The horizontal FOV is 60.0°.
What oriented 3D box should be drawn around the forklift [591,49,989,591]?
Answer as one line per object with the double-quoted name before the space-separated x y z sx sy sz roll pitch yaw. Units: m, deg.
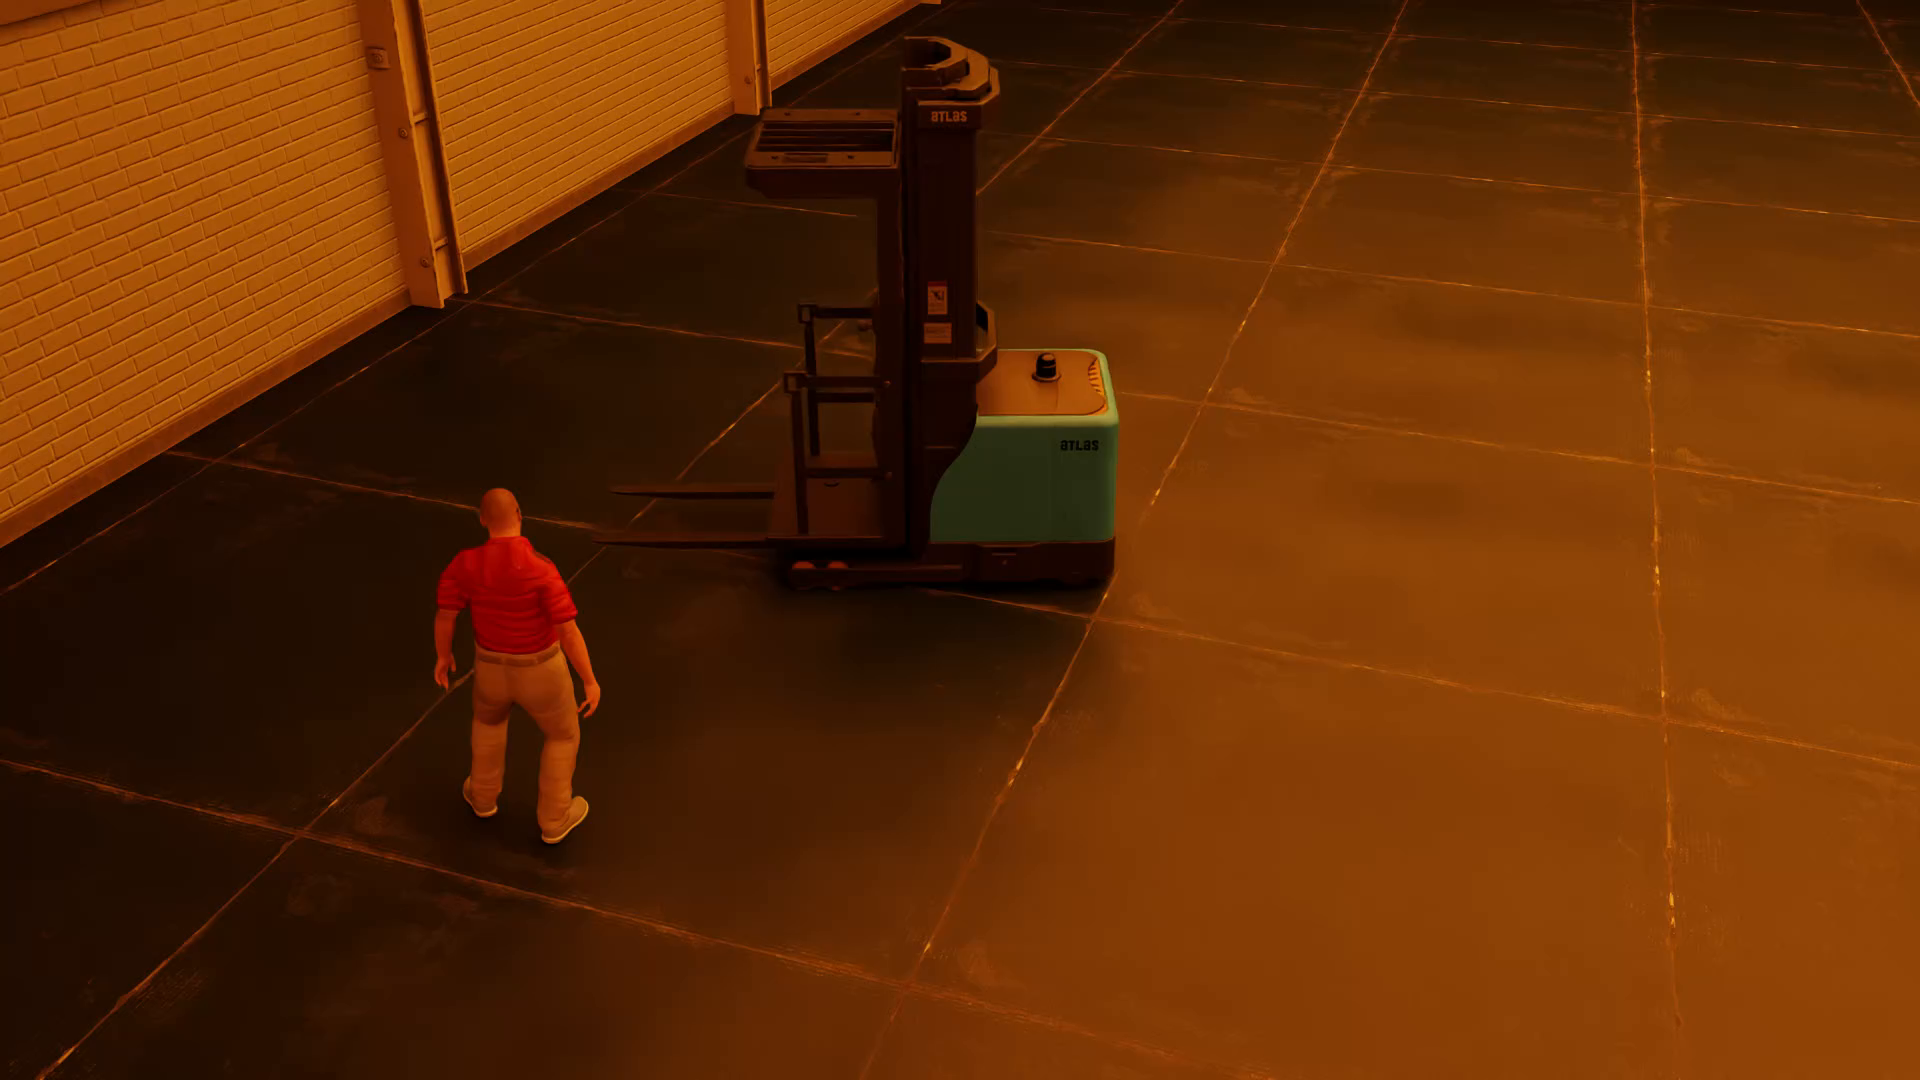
"forklift" -0.701 -1.214 9.330 2.884 2.867 1.101 0 30 0
